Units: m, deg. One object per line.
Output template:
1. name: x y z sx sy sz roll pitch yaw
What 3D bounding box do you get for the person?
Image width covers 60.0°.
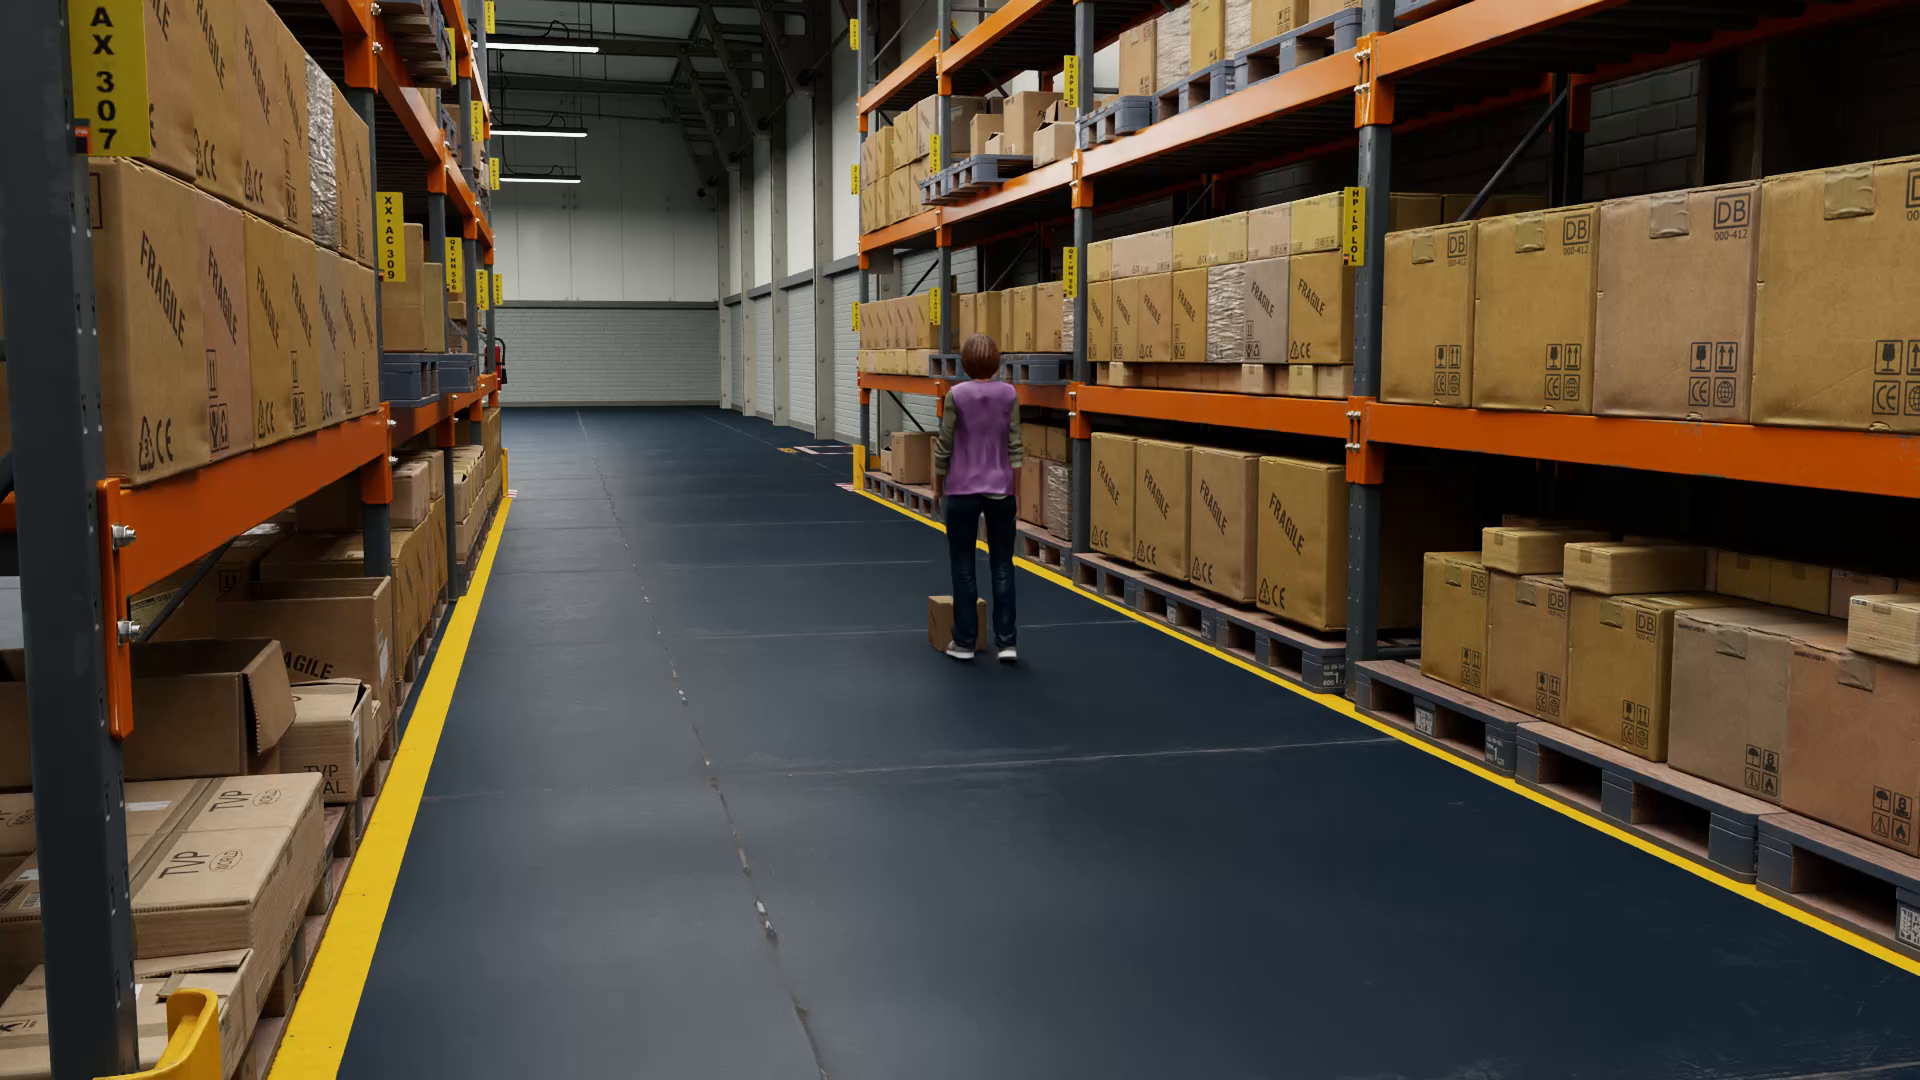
1. person: 0.080 -0.192 8.130 0.428 1.630 0.408 -1 7 -13
